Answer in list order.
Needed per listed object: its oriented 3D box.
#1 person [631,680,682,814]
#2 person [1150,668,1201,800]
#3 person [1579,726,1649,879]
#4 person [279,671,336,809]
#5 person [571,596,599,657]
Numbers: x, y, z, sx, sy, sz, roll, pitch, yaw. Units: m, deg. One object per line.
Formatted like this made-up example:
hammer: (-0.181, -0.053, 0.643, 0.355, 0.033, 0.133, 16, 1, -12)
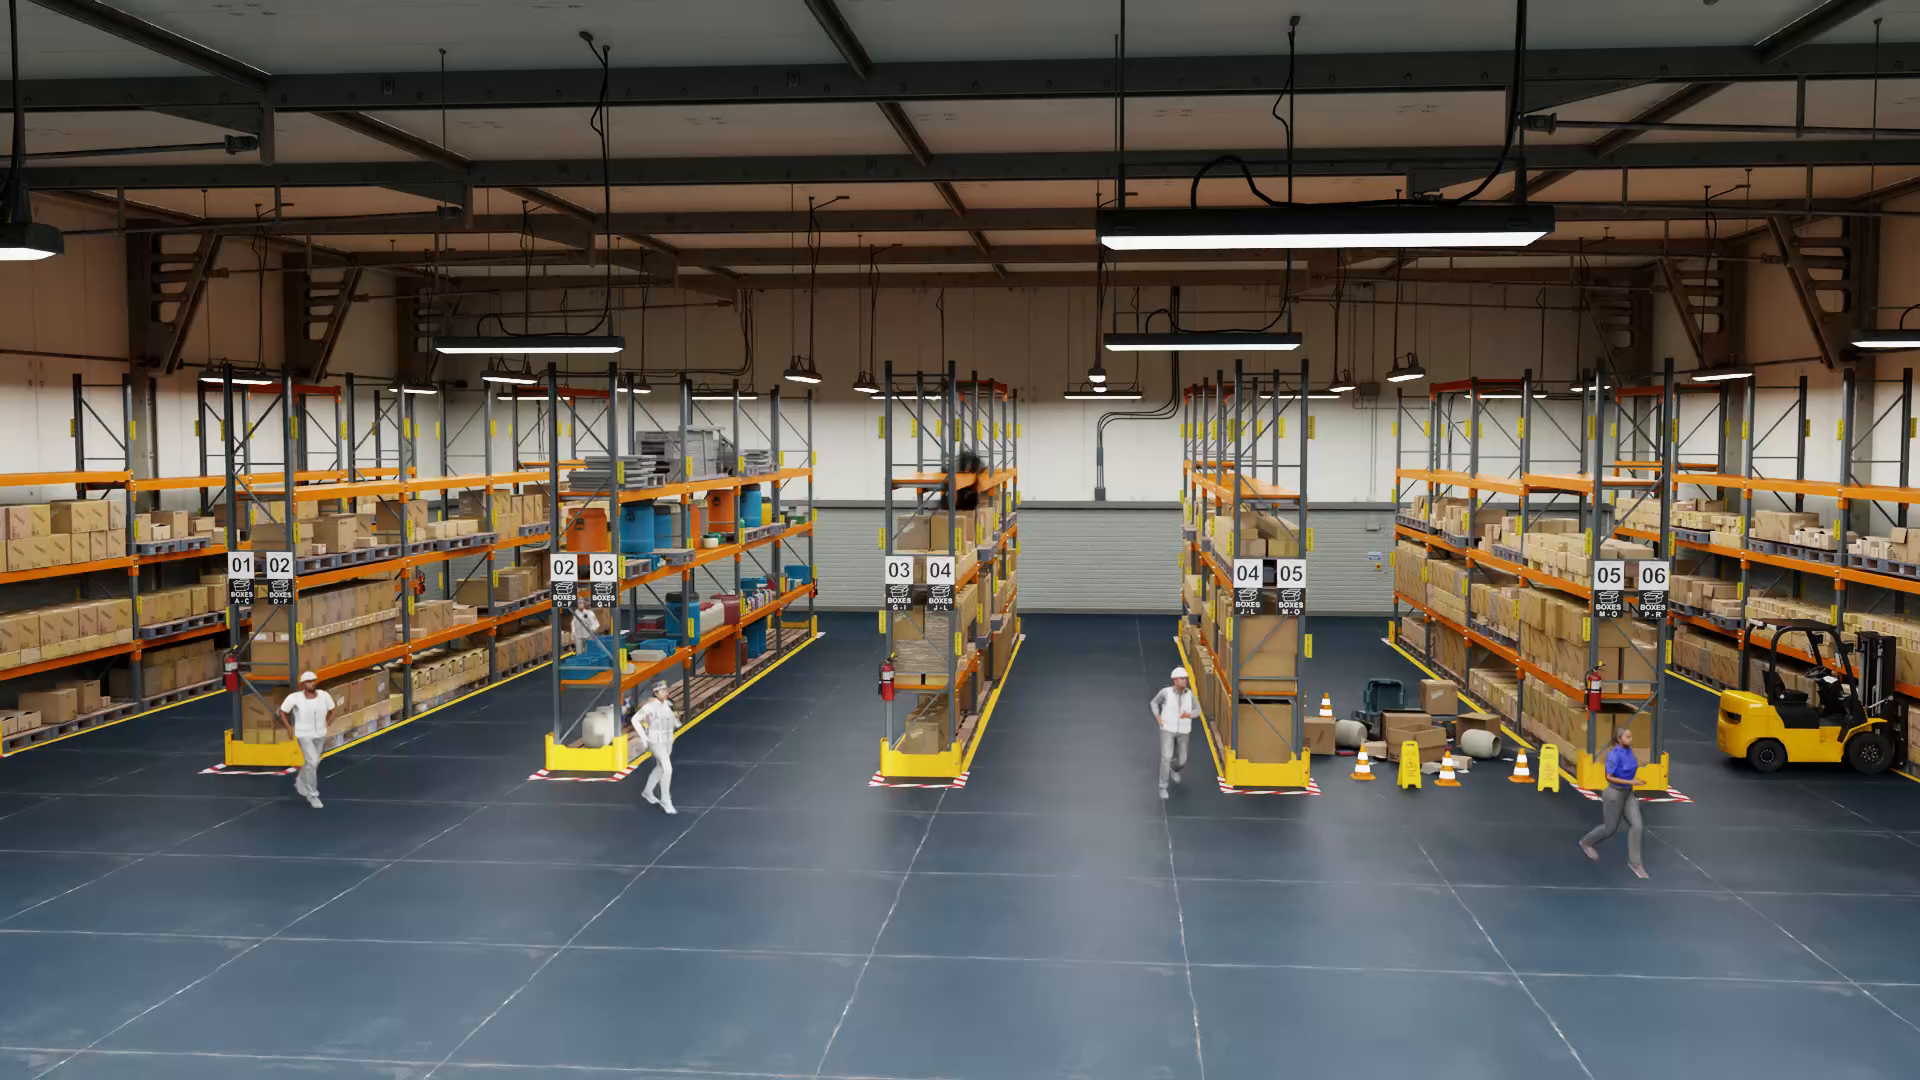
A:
person: (-3.950, 2.721, 21.927, 0.743, 1.741, 0.580, 2, 4, 32)
person: (3.000, 2.635, 22.992, 0.678, 1.754, 0.904, 0, 4, -7)
person: (7.445, 2.955, 18.888, 0.606, 1.716, 0.874, -3, 5, -37)
person: (-8.723, 2.651, 22.326, 0.825, 1.815, 0.689, 3, 5, 41)
person: (-7.469, 1.955, 33.113, 0.610, 1.694, 0.860, 0, 4, 5)
